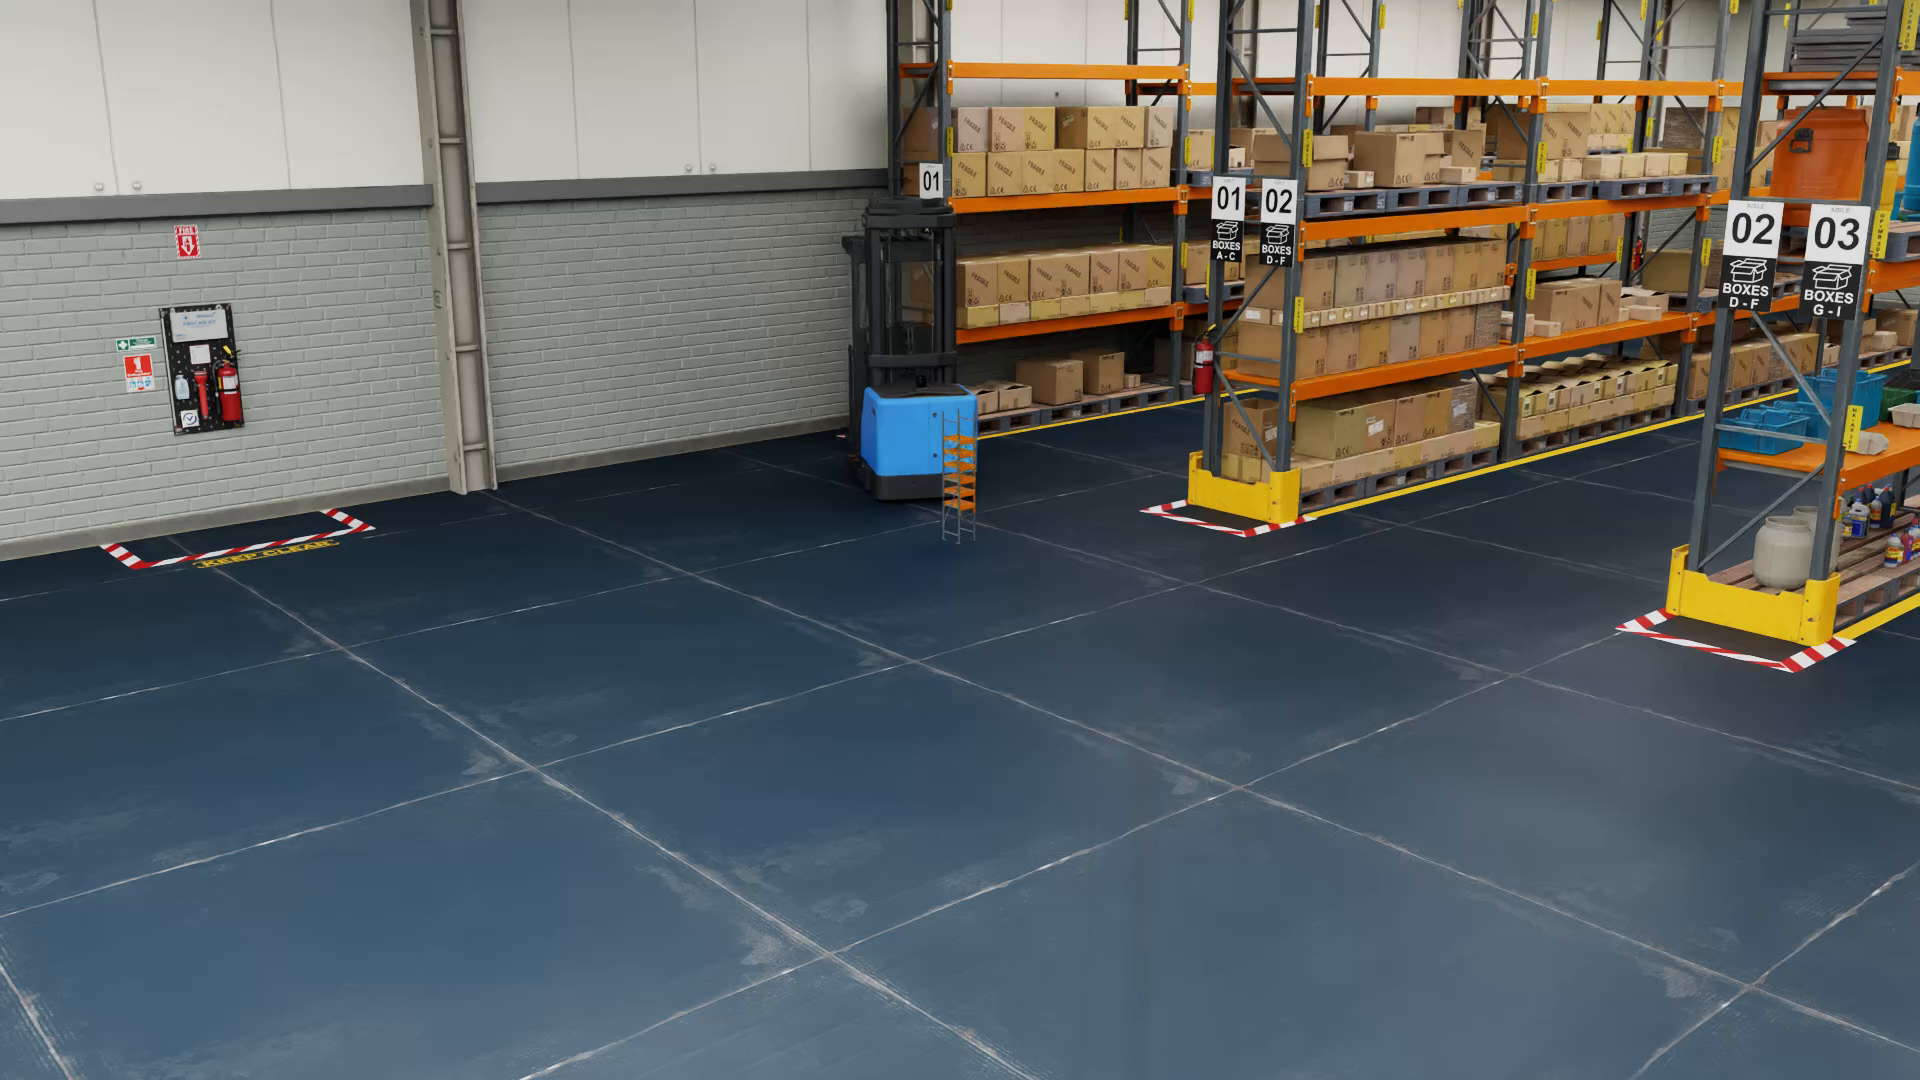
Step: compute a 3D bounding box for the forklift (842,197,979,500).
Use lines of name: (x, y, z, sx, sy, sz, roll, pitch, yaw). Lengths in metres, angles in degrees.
forklift: (-0.632, -2.146, 17.603, 1.130, 2.935, 3.031, -3, 15, -12)

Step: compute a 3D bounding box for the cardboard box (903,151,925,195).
cardboard box: (-0.322, -4.332, 19.609, 0.500, 0.500, 0.500, -11, 18, -35)

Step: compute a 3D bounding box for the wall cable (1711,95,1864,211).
wall cable: (16.100, -7.702, 32.663, 0.112, 2.526, 3.097, -13, 19, -39)

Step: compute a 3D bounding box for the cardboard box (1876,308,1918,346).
cardboard box: (14.605, -3.316, 25.843, 0.500, 0.500, 0.500, -13, 19, -39)

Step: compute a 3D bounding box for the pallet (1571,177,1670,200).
pallet: (7.524, -4.132, 19.458, 1.213, 0.211, 1.003, -12, 19, -37)

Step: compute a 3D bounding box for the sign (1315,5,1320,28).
sign: (5.197, -7.593, 24.123, 0.005, 0.325, 0.100, -13, 19, -39)

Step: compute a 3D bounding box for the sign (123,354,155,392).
sign: (-7.411, -1.507, 15.012, 0.234, 0.329, 0.001, -13, 19, -39)

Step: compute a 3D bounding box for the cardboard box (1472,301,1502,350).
cardboard box: (5.471, -2.390, 18.192, 0.500, 0.500, 0.700, -13, 20, -41)

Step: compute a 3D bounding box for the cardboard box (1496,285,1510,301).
cardboard box: (5.737, -2.692, 18.066, 0.250, 0.149, 0.380, -13, 20, -39)

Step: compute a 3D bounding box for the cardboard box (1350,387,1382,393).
cardboard box: (4.116, -1.383, 17.676, 0.500, 0.500, 0.500, -13, 19, -39)

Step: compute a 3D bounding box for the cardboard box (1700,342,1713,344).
cardboard box: (10.152, -2.483, 22.723, 0.500, 0.500, 0.500, -14, 20, -41)

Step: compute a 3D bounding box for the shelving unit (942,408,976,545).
shelving unit: (-0.011, -0.577, 15.086, 0.189, 1.200, 0.258, -13, 19, -39)

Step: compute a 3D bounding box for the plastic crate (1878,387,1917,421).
plastic crate: (7.841, -1.176, 14.251, 0.662, 0.188, 0.450, -13, 19, -39)

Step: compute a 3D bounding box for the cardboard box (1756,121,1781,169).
cardboard box: (10.403, -5.225, 21.984, 0.600, 0.600, 0.600, -14, 20, -41)

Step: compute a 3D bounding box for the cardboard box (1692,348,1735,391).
cardboard box: (9.741, -2.212, 21.710, 0.500, 0.500, 0.500, -14, 20, -41)

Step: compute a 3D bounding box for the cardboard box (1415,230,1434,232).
cardboard box: (6.855, -4.827, 25.247, 0.500, 0.250, 0.500, -12, 19, -39)

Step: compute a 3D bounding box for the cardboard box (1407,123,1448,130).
cardboard box: (7.048, -6.140, 25.567, 0.500, 0.500, 0.700, -13, 20, -39)

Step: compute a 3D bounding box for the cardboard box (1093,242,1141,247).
cardboard box: (2.055, -3.643, 21.873, 0.500, 0.500, 0.500, -13, 20, -41)

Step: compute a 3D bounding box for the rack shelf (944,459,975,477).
rack shelf: (-0.011, -0.650, 15.066, 0.180, 0.103, 0.258, -13, 19, -39)

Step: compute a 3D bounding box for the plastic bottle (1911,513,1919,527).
plastic bottle: (8.169, -0.095, 14.204, 0.133, 0.283, 0.061, -13, 19, -39)

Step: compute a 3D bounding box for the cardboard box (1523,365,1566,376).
cardboard box: (7.066, -1.946, 20.151, 0.500, 0.311, 0.500, -13, 20, -40)

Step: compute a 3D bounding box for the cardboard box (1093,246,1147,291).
cardboard box: (2.020, -3.456, 21.173, 0.500, 0.500, 0.500, -13, 20, -40)

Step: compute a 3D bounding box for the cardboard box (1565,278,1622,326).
cardboard box: (7.564, -2.857, 19.939, 0.500, 0.500, 0.500, -14, 20, -42)

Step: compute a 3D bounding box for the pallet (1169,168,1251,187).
pallet: (3.082, -4.824, 22.050, 1.003, 0.211, 1.213, -13, 19, -39)

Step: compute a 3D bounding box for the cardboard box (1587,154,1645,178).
cardboard box: (7.691, -4.401, 19.577, 0.500, 0.250, 0.500, -13, 20, -40)

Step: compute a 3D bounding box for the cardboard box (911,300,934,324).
cardboard box: (-0.246, -2.759, 20.017, 0.500, 0.250, 0.500, -12, 19, -39)

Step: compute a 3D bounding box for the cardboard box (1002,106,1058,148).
cardboard box: (0.858, -5.076, 20.459, 0.500, 0.500, 0.500, -13, 20, -39)

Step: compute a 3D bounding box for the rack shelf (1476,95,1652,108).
rack shelf: (10.090, -7.434, 27.811, 4.000, 0.370, 1.077, -13, 19, -39)

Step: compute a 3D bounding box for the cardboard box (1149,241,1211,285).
cardboard box: (2.953, -3.723, 22.327, 0.500, 0.500, 0.700, -13, 19, -39)

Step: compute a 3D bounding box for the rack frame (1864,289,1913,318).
rack frame: (14.854, -4.451, 26.102, 0.127, 3.000, 1.000, -13, 19, -39)

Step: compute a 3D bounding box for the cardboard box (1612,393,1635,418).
cardboard box: (7.814, -1.661, 20.171, 0.500, 0.250, 0.500, -12, 19, -38)

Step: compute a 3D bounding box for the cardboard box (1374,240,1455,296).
cardboard box: (4.712, -2.846, 17.386, 0.500, 0.500, 0.700, -13, 20, -39)

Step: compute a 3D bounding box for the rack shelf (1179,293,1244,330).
rack shelf: (4.055, -3.373, 23.460, 4.000, 0.370, 1.077, -13, 19, -39)

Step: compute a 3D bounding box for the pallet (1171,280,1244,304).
pallet: (3.219, -3.391, 22.503, 1.213, 0.211, 1.003, -13, 19, -39)

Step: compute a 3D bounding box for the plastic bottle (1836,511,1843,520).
plastic bottle: (7.565, -0.195, 14.447, 0.185, 0.351, 0.144, -12, 19, -37)

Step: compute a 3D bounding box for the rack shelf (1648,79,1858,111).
rack shelf: (10.327, -5.792, 21.667, 4.000, 0.370, 1.077, -13, 19, -39)

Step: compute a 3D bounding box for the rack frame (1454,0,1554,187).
rack frame: (5.801, -5.317, 17.717, 0.127, 3.000, 1.000, -13, 19, -39)

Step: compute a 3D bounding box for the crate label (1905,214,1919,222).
crate label: (7.661, -2.406, 12.920, 0.408, 0.251, 0.502, -13, 19, -39)

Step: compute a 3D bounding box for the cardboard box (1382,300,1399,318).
cardboard box: (4.191, -2.346, 16.768, 0.250, 0.149, 0.380, -13, 20, -40)

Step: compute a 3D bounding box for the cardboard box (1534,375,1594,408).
cardboard box: (7.047, -1.757, 19.443, 0.500, 0.311, 0.500, -14, 20, -41)

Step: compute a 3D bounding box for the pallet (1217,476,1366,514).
pallet: (3.333, -0.531, 16.830, 1.213, 0.211, 1.003, -13, 19, -39)

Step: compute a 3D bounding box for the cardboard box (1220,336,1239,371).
cardboard box: (3.448, -2.612, 23.208, 0.500, 0.500, 0.700, -13, 20, -40)

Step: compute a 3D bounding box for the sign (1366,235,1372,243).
sign: (5.927, -4.477, 24.107, 0.005, 0.325, 0.100, -13, 19, -39)

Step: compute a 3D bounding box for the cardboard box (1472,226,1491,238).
cardboard box: (8.020, -4.723, 26.312, 0.500, 0.500, 0.500, -12, 19, -39)

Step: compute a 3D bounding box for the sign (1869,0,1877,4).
sign: (12.205, -7.093, 22.249, 0.005, 0.325, 0.100, -13, 19, -39)

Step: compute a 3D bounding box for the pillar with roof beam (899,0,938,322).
pillar with roof beam: (2.315, -5.052, 16.725, 0.400, 9.000, 9.100, -13, 19, -39)

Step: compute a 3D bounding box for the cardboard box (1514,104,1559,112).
cardboard box: (9.303, -6.794, 26.889, 0.500, 0.500, 0.500, -13, 20, -40)

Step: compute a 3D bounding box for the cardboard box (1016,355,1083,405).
cardboard box: (1.126, -2.020, 20.992, 0.500, 0.500, 0.700, -14, 21, -43)

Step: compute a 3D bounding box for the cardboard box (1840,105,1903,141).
cardboard box: (13.299, -6.101, 24.335, 0.500, 0.500, 0.700, -13, 19, -39)

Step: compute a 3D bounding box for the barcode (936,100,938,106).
barcode: (-0.264, -5.192, 19.771, 0.075, 0.075, 0.001, -13, 19, -39)

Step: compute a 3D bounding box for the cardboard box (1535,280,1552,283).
cardboard box: (9.953, -4.388, 28.637, 0.250, 0.149, 0.380, -13, 20, -40)

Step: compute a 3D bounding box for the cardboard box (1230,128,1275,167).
cardboard box: (3.942, -5.368, 22.716, 0.500, 0.500, 0.500, -14, 20, -41)

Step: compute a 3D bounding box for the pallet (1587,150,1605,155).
pallet: (10.126, -6.486, 28.078, 1.213, 0.211, 1.003, -13, 19, -39)

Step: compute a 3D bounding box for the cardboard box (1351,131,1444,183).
cardboard box: (4.476, -3.934, 17.066, 0.637, 0.503, 0.797, -10, 18, -33)

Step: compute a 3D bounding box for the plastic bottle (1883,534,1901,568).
plastic bottle: (7.605, 0.083, 13.560, 0.097, 0.271, 0.097, 0, 15, 0)

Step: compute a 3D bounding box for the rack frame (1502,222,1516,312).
rack frame: (8.582, -4.737, 27.173, 0.127, 3.000, 1.000, -13, 19, -39)

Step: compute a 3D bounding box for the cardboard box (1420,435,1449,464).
cardboard box: (4.844, -1.001, 17.701, 0.500, 0.250, 0.500, -13, 19, -39)

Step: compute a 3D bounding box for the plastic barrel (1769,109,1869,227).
plastic barrel: (6.316, -2.742, 12.246, 0.708, 0.830, 0.600, -13, 19, -39)

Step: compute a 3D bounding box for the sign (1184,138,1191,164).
sign: (2.908, -4.977, 21.255, 0.005, 0.325, 0.100, -13, 19, -39)
